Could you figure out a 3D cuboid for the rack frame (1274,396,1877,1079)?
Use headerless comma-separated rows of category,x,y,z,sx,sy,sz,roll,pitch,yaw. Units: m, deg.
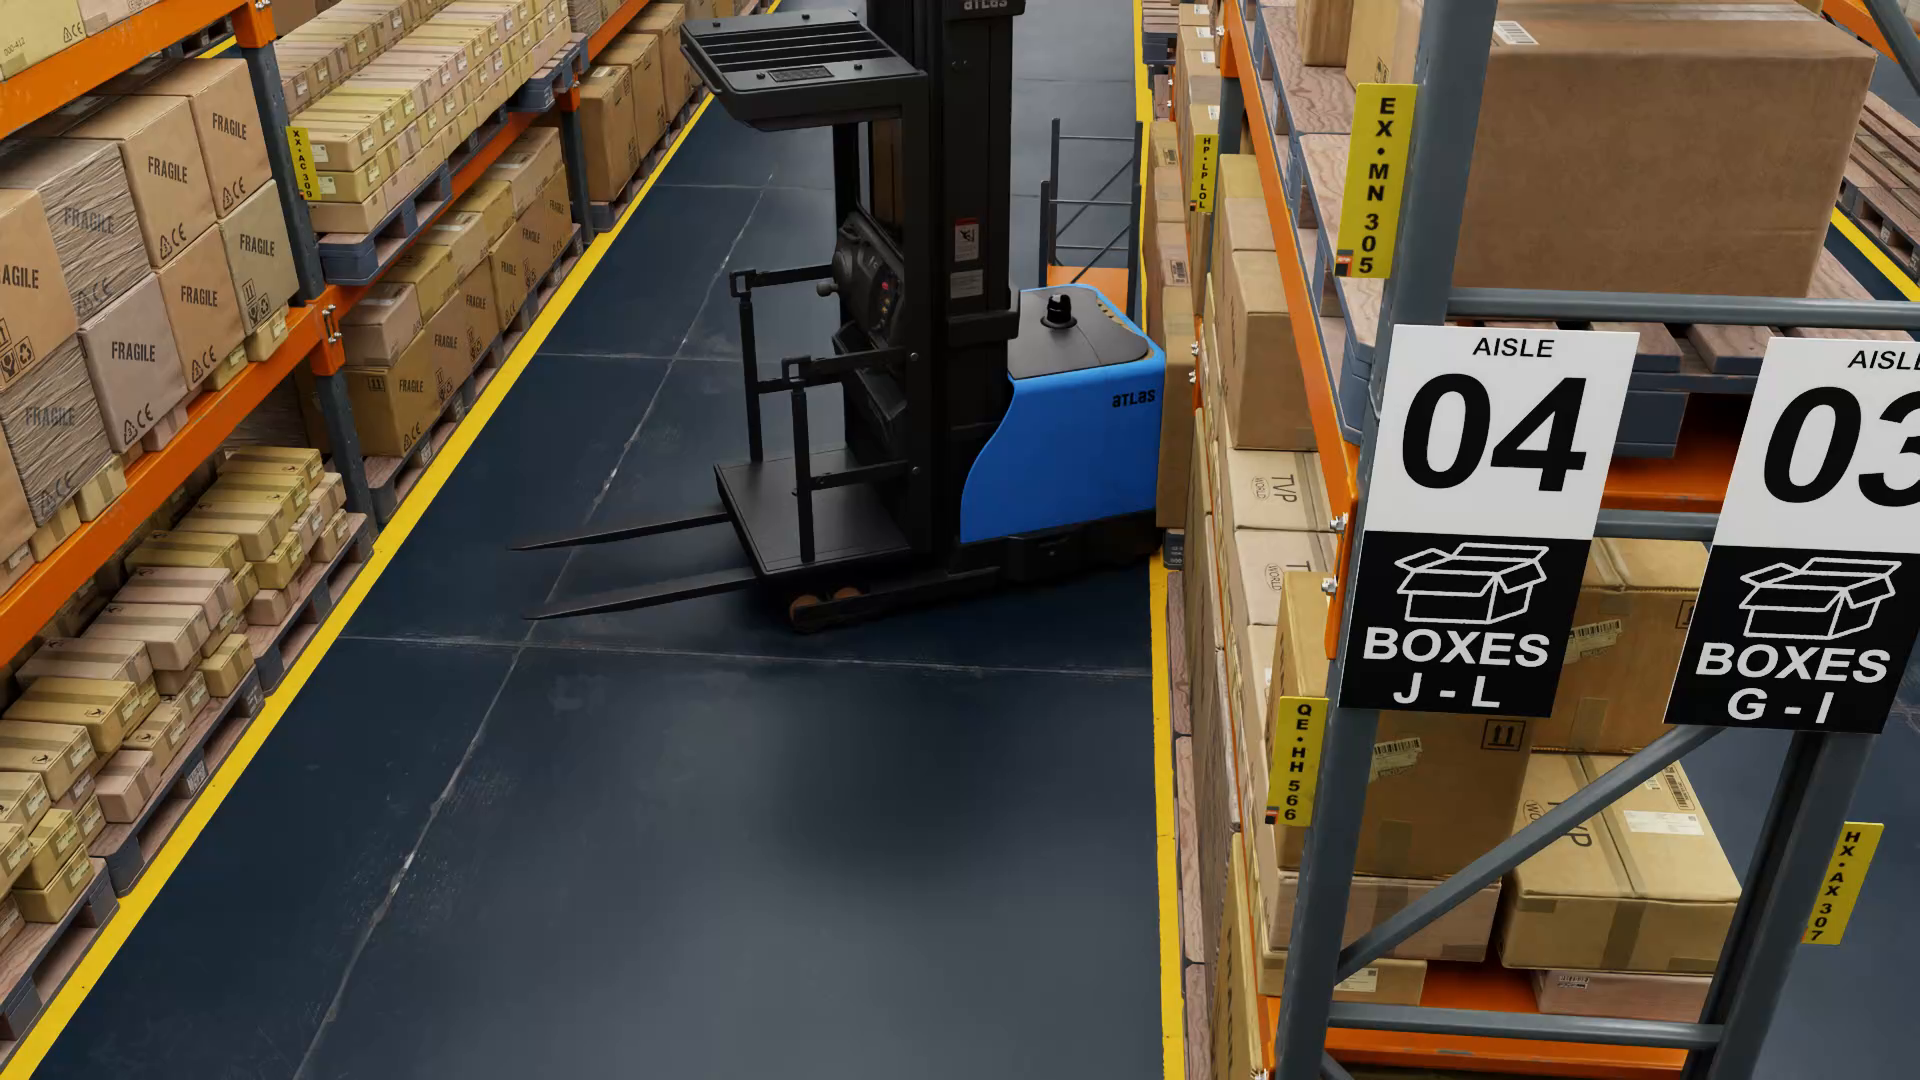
rack frame,1.216,1.072,3.652,1.000,3.000,0.127,2,32,4

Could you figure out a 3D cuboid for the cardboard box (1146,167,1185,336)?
cardboard box,1.711,-1.560,9.547,1.225,0.875,0.875,3,32,4

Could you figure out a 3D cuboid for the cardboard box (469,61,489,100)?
cardboard box,-2.777,-2.487,8.983,0.380,0.149,0.250,2,32,3

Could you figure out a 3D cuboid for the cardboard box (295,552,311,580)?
cardboard box,-3.190,0.102,7.542,0.380,0.149,0.250,3,32,5

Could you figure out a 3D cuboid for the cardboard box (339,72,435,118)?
cardboard box,-2.840,-2.206,8.243,0.380,0.149,0.250,2,32,3

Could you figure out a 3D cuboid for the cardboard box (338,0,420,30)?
cardboard box,-3.364,-3.061,9.630,0.380,0.149,0.250,1,32,2

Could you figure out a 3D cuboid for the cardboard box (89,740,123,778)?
cardboard box,-3.373,0.764,6.185,0.380,0.149,0.250,4,32,7

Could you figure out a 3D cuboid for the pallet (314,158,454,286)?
pallet,-3.186,-1.596,8.164,1.003,0.211,1.213,2,32,4

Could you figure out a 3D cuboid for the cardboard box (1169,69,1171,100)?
cardboard box,2.064,-3.757,13.451,0.700,0.500,0.500,2,32,4

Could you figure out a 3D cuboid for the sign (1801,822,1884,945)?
sign,1.769,0.696,3.360,0.100,0.325,0.005,2,32,4

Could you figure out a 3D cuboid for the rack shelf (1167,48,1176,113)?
rack shelf,2.031,-3.851,12.326,1.077,0.370,4.000,2,32,4

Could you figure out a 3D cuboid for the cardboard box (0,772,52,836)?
cardboard box,-3.349,0.920,5.647,0.380,0.149,0.250,1,32,2

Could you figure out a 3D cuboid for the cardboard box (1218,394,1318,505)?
cardboard box,1.161,-0.317,5.765,0.500,0.250,0.500,3,32,5

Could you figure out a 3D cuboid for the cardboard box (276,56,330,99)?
cardboard box,-3.466,-2.369,8.507,0.380,0.149,0.250,1,32,2

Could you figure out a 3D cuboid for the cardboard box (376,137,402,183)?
cardboard box,-2.884,-1.805,7.875,0.380,0.149,0.250,2,32,3

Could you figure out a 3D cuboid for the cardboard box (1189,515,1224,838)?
cardboard box,1.335,0.518,6.175,0.875,0.875,0.875,2,32,4

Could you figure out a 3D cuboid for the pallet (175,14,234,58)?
pallet,-7.664,-4.792,15.825,1.003,0.211,1.213,2,32,4

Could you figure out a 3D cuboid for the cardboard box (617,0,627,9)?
cardboard box,-2.682,-4.172,12.065,0.500,0.500,0.500,2,32,4

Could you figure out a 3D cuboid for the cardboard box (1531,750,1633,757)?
cardboard box,1.560,0.497,4.443,0.500,0.250,0.500,2,32,3

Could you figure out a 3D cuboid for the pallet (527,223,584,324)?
pallet,-3.133,-1.781,10.938,1.003,0.211,1.213,2,32,4

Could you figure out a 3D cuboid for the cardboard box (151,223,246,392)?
cardboard box,-3.194,-0.917,6.501,0.500,0.500,0.500,2,32,3

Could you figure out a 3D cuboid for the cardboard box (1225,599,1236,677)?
cardboard box,1.019,0.309,5.130,0.380,0.149,0.250,3,32,4

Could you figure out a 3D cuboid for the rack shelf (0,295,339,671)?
rack shelf,-3.556,0.067,5.967,1.077,0.370,4.000,2,32,4

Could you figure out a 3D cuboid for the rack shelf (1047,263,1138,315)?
rack shelf,0.705,-1.249,9.190,0.538,0.185,1.000,3,32,5

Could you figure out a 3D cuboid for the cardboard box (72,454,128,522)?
cardboard box,-3.239,-0.198,5.951,0.380,0.149,0.250,3,32,5

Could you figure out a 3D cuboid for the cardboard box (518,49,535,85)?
cardboard box,-2.716,-2.776,9.735,0.380,0.149,0.250,2,32,3

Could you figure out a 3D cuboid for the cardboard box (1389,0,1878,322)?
cardboard box,1.205,-0.743,3.147,0.700,0.500,0.500,1,32,1

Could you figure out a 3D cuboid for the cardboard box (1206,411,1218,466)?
cardboard box,1.124,-0.360,6.214,0.380,0.149,0.250,2,32,3

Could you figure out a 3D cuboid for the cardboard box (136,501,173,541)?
cardboard box,-3.681,-0.056,7.231,0.380,0.149,0.250,2,32,3

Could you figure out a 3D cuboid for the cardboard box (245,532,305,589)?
cardboard box,-3.116,0.085,7.287,0.380,0.149,0.250,1,32,2

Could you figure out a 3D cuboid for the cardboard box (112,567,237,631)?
cardboard box,-3.186,0.238,6.755,0.380,0.149,0.250,1,32,2

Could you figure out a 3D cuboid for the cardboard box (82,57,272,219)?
cardboard box,-3.162,-1.622,6.691,0.500,0.500,0.500,1,32,2

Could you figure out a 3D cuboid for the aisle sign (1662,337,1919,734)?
aisle sign,1.509,0.015,2.888,0.394,0.787,0.004,2,32,4

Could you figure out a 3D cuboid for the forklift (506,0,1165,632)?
forklift,-0.591,-1.140,7.306,3.031,2.935,1.130,-10,33,-16

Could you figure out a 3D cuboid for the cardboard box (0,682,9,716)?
cardboard box,-3.774,0.623,6.131,0.380,0.149,0.250,1,32,2

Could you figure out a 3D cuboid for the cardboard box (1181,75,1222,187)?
cardboard box,1.436,-2.112,8.723,0.500,0.500,0.500,3,32,4

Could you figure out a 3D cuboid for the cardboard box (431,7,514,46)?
cardboard box,-2.738,-2.892,9.355,0.380,0.149,0.250,2,32,4

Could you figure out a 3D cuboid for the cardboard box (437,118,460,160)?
cardboard box,-2.820,-2.083,8.610,0.380,0.149,0.250,1,32,2

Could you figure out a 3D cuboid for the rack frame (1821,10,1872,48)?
rack frame,7.130,-4.992,13.491,1.000,3.000,0.127,2,32,4

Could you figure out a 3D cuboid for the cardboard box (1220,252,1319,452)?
cardboard box,1.163,-0.633,5.563,0.500,0.500,0.500,1,32,2

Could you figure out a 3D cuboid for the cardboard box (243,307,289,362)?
cardboard box,-3.096,-0.879,7.057,0.380,0.149,0.250,2,32,3

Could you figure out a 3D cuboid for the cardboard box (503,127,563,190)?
cardboard box,-2.862,-2.441,10.620,0.500,0.250,0.500,2,32,3

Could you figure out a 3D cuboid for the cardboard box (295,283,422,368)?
cardboard box,-3.070,-1.094,8.433,0.500,0.250,0.500,1,32,2

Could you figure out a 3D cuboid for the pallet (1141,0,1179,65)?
pallet,1.820,-3.407,11.102,1.213,0.211,1.003,2,32,4

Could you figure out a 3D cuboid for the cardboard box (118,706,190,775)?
cardboard box,-3.245,0.772,6.455,0.380,0.149,0.250,2,32,4

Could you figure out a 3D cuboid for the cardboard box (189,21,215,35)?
cardboard box,-7.367,-4.932,15.614,0.500,0.250,0.500,1,32,2

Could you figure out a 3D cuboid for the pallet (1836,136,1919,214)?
pallet,7.008,-2.752,12.515,1.003,0.211,1.213,2,32,4

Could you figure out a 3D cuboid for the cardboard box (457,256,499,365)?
cardboard box,-2.998,-1.326,9.524,0.500,0.500,0.500,3,32,5

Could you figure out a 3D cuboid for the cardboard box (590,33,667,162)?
cardboard box,-2.861,-3.369,12.602,1.050,0.750,0.750,3,32,5

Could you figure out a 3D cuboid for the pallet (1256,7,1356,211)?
pallet,1.363,-1.196,4.556,1.003,0.211,1.213,2,32,4

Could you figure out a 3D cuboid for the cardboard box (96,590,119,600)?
cardboard box,-3.682,0.206,7.091,0.380,0.149,0.250,1,32,1

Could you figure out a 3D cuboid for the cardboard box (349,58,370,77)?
cardboard box,-3.429,-2.516,9.029,0.380,0.149,0.250,4,32,6

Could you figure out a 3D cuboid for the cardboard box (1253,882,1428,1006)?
cardboard box,0.917,0.978,4.043,0.380,0.149,0.250,3,32,5

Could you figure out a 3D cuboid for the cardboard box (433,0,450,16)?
cardboard box,-3.327,-3.189,10.121,0.380,0.149,0.250,4,32,6

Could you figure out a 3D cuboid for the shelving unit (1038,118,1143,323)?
shelving unit,0.704,-1.397,9.088,0.587,1.500,1.083,3,32,5

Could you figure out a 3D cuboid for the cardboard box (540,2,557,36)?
cardboard box,-2.674,-3.157,10.070,0.380,0.149,0.250,4,32,6

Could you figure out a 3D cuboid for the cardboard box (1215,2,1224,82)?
cardboard box,1.688,-2.508,8.409,0.797,0.503,0.637,3,32,6
